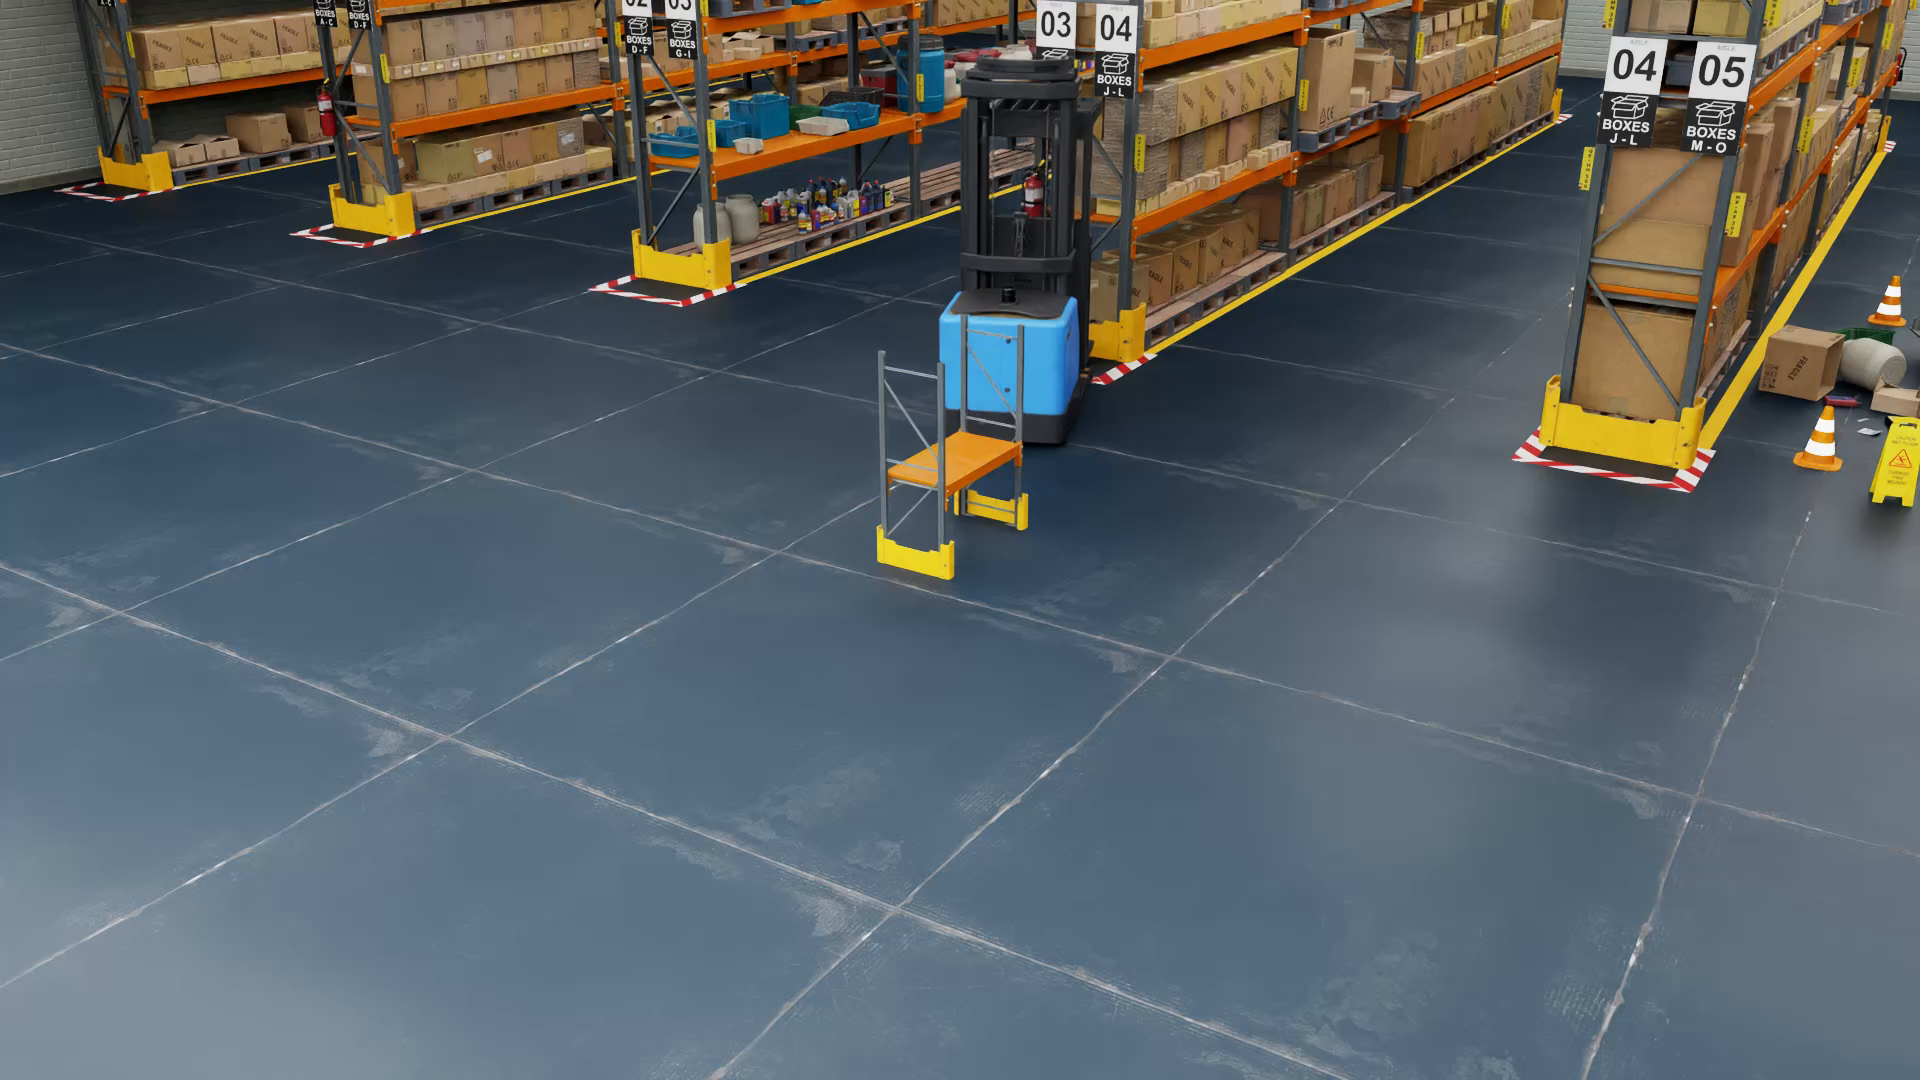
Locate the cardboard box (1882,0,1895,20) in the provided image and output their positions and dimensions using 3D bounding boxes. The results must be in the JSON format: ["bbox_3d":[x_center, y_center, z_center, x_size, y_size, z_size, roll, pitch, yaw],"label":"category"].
[{"bbox_3d":[12.340,-7.078,22.566,0.500,0.500,0.500,13,27,27],"label":"cardboard box"}]

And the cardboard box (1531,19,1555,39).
[{"bbox_3d":[9.286,-8.259,26.866,0.500,0.250,0.500,13,27,28],"label":"cardboard box"}]

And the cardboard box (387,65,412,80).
[{"bbox_3d":[-6.880,-5.689,20.174,0.380,0.149,0.250,14,27,29],"label":"cardboard box"}]

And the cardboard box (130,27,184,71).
[{"bbox_3d":[-10.973,-6.678,22.620,0.500,0.500,0.500,14,27,29],"label":"cardboard box"}]

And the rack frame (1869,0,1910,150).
[{"bbox_3d":[13.744,-7.508,25.317,1.000,3.000,0.127,14,27,29],"label":"rack frame"}]

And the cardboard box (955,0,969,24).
[{"bbox_3d":[-0.172,-9.643,30.123,0.500,0.500,0.500,14,27,30],"label":"cardboard box"}]

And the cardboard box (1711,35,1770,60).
[{"bbox_3d":[5.758,-3.656,12.306,0.380,0.149,0.250,14,27,29],"label":"cardboard box"}]

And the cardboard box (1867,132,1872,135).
[{"bbox_3d":[13.023,-5.855,24.185,0.380,0.149,0.250,15,28,32],"label":"cardboard box"}]

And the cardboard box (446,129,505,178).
[{"bbox_3d":[-6.283,-5.008,21.532,0.500,0.500,0.500,14,27,29],"label":"cardboard box"}]

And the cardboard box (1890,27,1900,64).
[{"bbox_3d":[13.191,-7.139,23.964,0.500,0.500,0.500,14,27,29],"label":"cardboard box"}]

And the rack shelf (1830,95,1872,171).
[{"bbox_3d":[10.579,-5.153,20.782,1.077,0.370,4.000,14,27,29],"label":"rack shelf"}]

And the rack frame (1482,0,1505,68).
[{"bbox_3d":[7.474,-7.231,24.678,1.000,3.000,0.127,14,27,29],"label":"rack frame"}]

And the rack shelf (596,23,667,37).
[{"bbox_3d":[-6.206,-9.340,30.455,1.077,0.370,4.000,14,27,29],"label":"rack shelf"}]

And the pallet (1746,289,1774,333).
[{"bbox_3d":[7.757,-2.454,17.154,1.003,0.211,1.213,14,27,29],"label":"pallet"}]

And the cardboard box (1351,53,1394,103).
[{"bbox_3d":[4.904,-5.720,20.533,0.700,0.500,0.500,19,30,37],"label":"cardboard box"}]

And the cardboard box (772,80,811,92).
[{"bbox_3d":[-2.756,-7.378,27.610,0.500,0.500,0.500,15,28,31],"label":"cardboard box"}]

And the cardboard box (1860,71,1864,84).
[{"bbox_3d":[11.593,-6.060,21.760,0.380,0.149,0.250,13,27,28],"label":"cardboard box"}]

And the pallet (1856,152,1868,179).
[{"bbox_3d":[12.601,-5.526,24.248,1.003,0.211,1.213,14,27,29],"label":"pallet"}]

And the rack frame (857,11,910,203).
[{"bbox_3d":[-0.951,-5.568,20.837,0.949,2.616,0.053,14,27,29],"label":"rack frame"}]

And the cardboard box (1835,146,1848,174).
[{"bbox_3d":[10.633,-4.715,20.540,0.500,0.250,0.500,14,27,29],"label":"cardboard box"}]

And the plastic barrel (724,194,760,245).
[{"bbox_3d":[-2.517,-3.677,19.072,0.421,0.512,0.421,0,23,0],"label":"plastic barrel"}]

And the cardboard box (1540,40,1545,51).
[{"bbox_3d":[9.138,-7.932,26.613,0.380,0.149,0.250,13,27,28],"label":"cardboard box"}]

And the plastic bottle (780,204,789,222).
[{"bbox_3d":[-2.122,-3.955,20.079,0.097,0.201,0.097,0,23,0],"label":"plastic bottle"}]

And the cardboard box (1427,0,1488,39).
[{"bbox_3d":[7.144,-7.520,23.957,0.797,0.503,0.637,13,27,28],"label":"cardboard box"}]

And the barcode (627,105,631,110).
[{"bbox_3d":[-4.672,-6.103,23.456,0.001,0.075,0.075,14,27,29],"label":"barcode"}]

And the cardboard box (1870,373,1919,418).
[{"bbox_3d":[8.072,-1.237,14.273,0.396,0.266,0.258,20,30,38],"label":"cardboard box"}]

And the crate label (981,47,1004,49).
[{"bbox_3d":[0.402,-6.657,23.307,0.502,0.435,0.616,14,27,29],"label":"crate label"}]

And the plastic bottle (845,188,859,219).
[{"bbox_3d":[-1.320,-4.104,20.235,0.144,0.351,0.185,14,27,29],"label":"plastic bottle"}]

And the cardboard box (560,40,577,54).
[{"bbox_3d":[-5.390,-6.643,22.378,0.380,0.149,0.250,13,27,27],"label":"cardboard box"}]

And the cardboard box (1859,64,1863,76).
[{"bbox_3d":[11.321,-6.024,21.302,0.380,0.149,0.250,15,28,31],"label":"cardboard box"}]

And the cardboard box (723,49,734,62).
[{"bbox_3d":[-3.675,-7.401,25.387,0.380,0.149,0.250,16,28,33],"label":"cardboard box"}]

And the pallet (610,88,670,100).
[{"bbox_3d":[-6.136,-8.376,30.833,1.003,0.211,1.213,14,27,29],"label":"pallet"}]

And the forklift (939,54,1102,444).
[{"bbox_3d":[0.593,-2.674,14.237,1.130,2.935,3.031,4,24,10],"label":"forklift"}]

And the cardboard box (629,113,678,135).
[{"bbox_3d":[-4.462,-6.052,24.180,0.500,0.311,0.500,14,27,28],"label":"cardboard box"}]

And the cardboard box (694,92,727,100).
[{"bbox_3d":[-3.846,-6.852,26.030,0.500,0.311,0.500,13,27,28],"label":"cardboard box"}]

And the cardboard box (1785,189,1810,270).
[{"bbox_3d":[8.668,-3.486,18.329,1.050,0.750,0.750,14,27,30],"label":"cardboard box"}]

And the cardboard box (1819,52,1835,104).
[{"bbox_3d":[9.279,-5.163,18.516,0.700,0.500,0.500,14,27,29],"label":"cardboard box"}]

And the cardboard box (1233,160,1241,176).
[{"bbox_3d":[2.689,-3.870,17.231,0.380,0.149,0.250,14,27,29],"label":"cardboard box"}]

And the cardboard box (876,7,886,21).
[{"bbox_3d":[-1.689,-9.189,28.546,0.700,0.500,0.500,19,30,37],"label":"cardboard box"}]

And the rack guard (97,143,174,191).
[{"bbox_3d":[-11.440,-5.174,23.072,1.175,0.500,0.348,14,27,29],"label":"rack guard"}]

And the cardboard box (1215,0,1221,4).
[{"bbox_3d":[2.293,-5.242,15.995,0.380,0.149,0.250,14,27,28],"label":"cardboard box"}]

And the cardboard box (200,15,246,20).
[{"bbox_3d":[-10.604,-7.297,24.049,0.500,0.500,0.500,14,27,30],"label":"cardboard box"}]

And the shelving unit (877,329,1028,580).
[{"bbox_3d":[-0.040,-0.663,11.393,0.587,1.500,1.083,14,27,29],"label":"shelving unit"}]

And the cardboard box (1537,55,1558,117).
[{"bbox_3d":[9.314,-7.566,27.598,0.875,0.875,0.875,14,27,29],"label":"cardboard box"}]

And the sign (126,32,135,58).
[{"bbox_3d":[-11.019,-6.579,22.082,0.100,0.325,0.005,14,27,29],"label":"sign"}]

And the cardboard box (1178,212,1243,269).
[{"bbox_3d":[2.713,-3.255,18.112,0.500,0.500,0.500,-18,29,-36],"label":"cardboard box"}]

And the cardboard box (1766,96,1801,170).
[{"bbox_3d":[6.999,-3.695,14.961,0.875,0.550,0.550,14,27,29],"label":"cardboard box"}]

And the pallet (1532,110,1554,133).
[{"bbox_3d":[9.229,-7.015,27.690,1.003,0.211,1.213,14,27,29],"label":"pallet"}]

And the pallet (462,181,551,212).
[{"bbox_3d":[-6.258,-4.656,22.239,1.003,0.211,1.213,14,27,29],"label":"pallet"}]

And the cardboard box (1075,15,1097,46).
[{"bbox_3d":[1.182,-4.705,15.256,0.500,0.250,0.500,15,27,30],"label":"cardboard box"}]

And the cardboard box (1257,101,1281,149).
[{"bbox_3d":[2.964,-4.575,18.041,0.875,0.500,0.500,14,27,29],"label":"cardboard box"}]

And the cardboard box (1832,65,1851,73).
[{"bbox_3d":[10.487,-5.628,20.013,0.380,0.149,0.250,15,28,31],"label":"cardboard box"}]

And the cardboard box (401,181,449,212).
[{"bbox_3d":[-6.798,-4.324,20.894,0.500,0.250,0.500,14,27,29],"label":"cardboard box"}]

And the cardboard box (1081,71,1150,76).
[{"bbox_3d":[1.483,-4.230,15.986,0.500,0.500,0.500,14,27,29],"label":"cardboard box"}]

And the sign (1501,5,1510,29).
[{"bbox_3d":[7.940,-7.616,24.209,0.100,0.325,0.005,14,27,29],"label":"sign"}]

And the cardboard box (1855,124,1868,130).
[{"bbox_3d":[12.838,-5.910,23.938,0.380,0.149,0.250,14,27,29],"label":"cardboard box"}]

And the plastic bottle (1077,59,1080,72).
[{"bbox_3d":[1.659,-6.941,24.163,0.152,0.276,0.135,14,27,29],"label":"plastic bottle"}]

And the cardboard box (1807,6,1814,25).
[{"bbox_3d":[7.091,-4.509,14.275,0.380,0.149,0.250,14,27,29],"label":"cardboard box"}]
